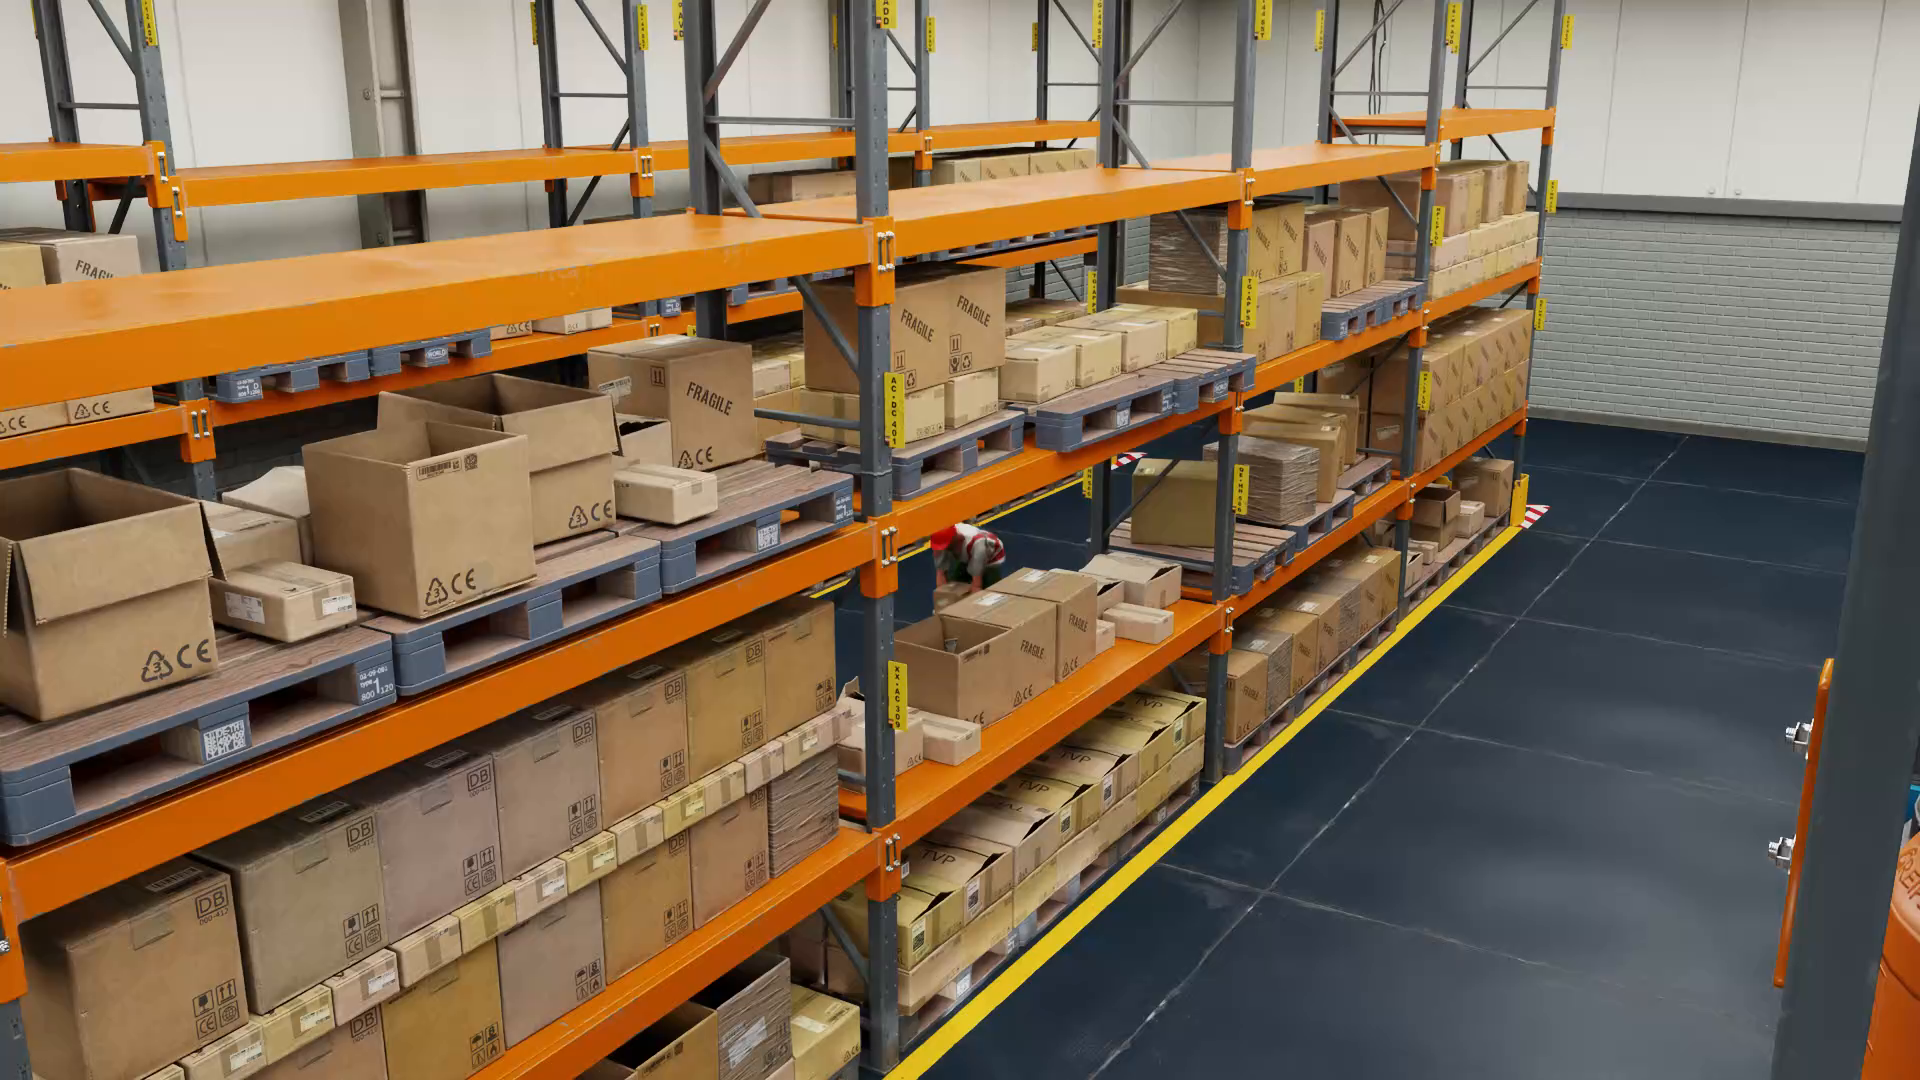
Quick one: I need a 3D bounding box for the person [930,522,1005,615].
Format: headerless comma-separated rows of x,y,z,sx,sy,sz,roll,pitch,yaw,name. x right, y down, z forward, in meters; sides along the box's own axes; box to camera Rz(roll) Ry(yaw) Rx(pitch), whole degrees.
0.028,0.420,13.222,0.480,1.401,0.887,9,18,29,person
